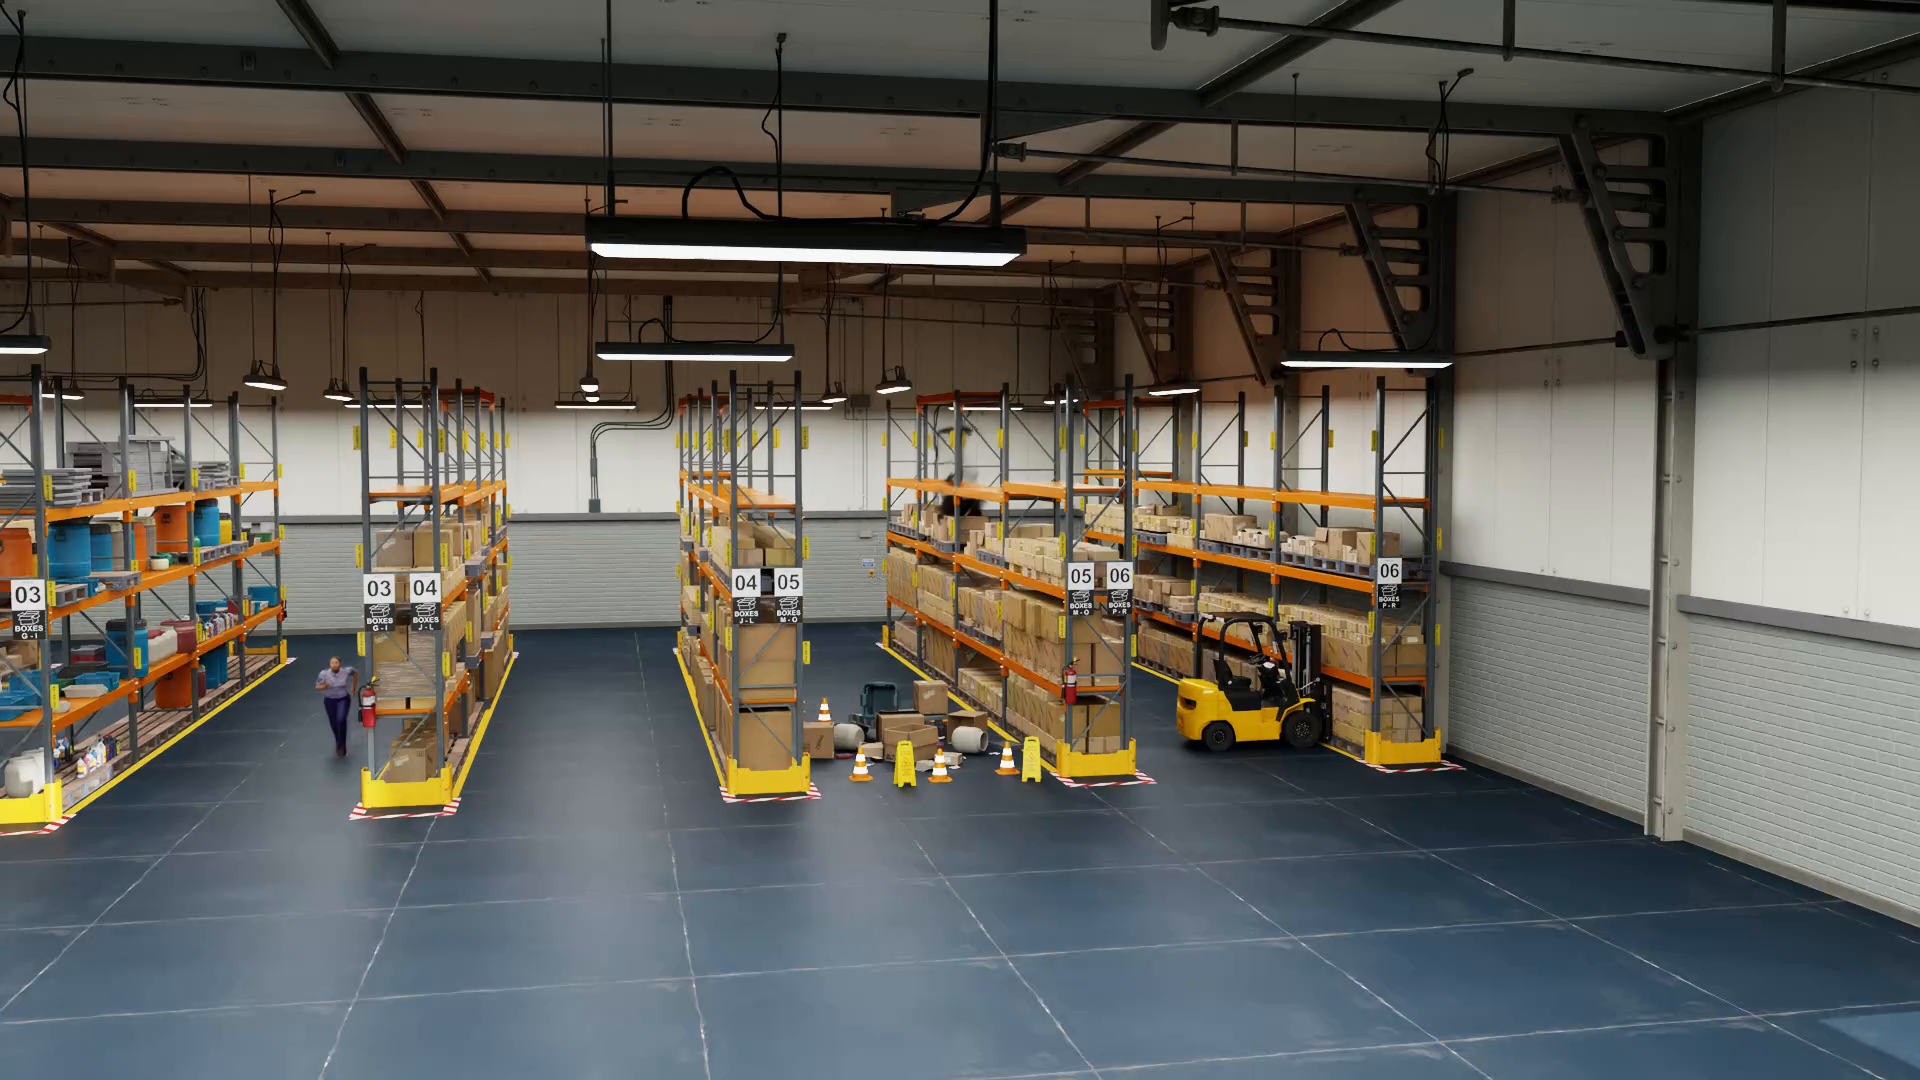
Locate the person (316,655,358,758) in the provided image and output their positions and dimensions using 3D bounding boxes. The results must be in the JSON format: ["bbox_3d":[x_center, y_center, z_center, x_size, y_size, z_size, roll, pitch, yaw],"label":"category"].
[{"bbox_3d":[-9.906,2.622,26.482,0.593,1.625,0.893,-1,3,-10],"label":"person"}]

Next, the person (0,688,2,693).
[{"bbox_3d":[-14.970,2.685,25.417,0.629,1.614,0.480,2,4,24],"label":"person"}]
